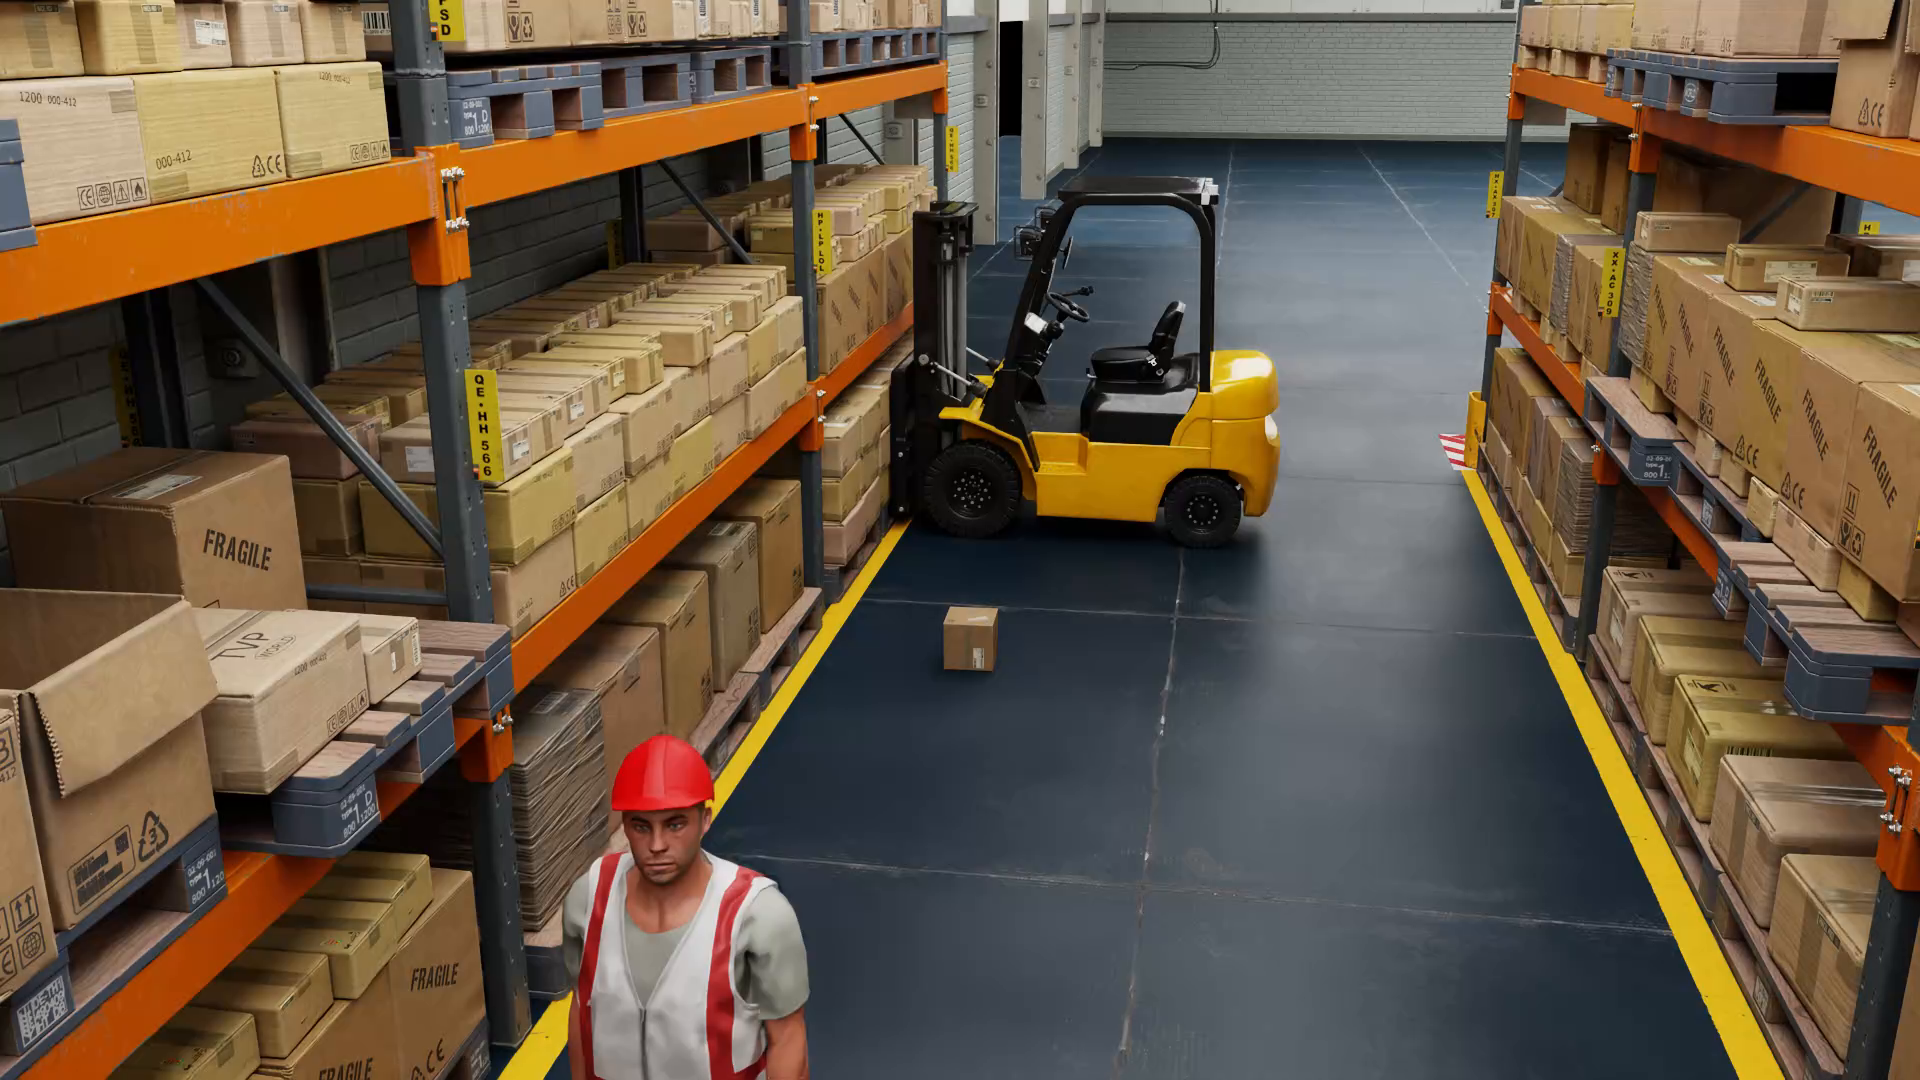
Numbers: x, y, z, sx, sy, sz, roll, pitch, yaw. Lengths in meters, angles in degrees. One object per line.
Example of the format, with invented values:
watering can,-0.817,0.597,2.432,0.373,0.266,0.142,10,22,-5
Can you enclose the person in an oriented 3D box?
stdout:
person,-0.604,1.286,3.444,0.583,1.810,0.477,3,18,9
